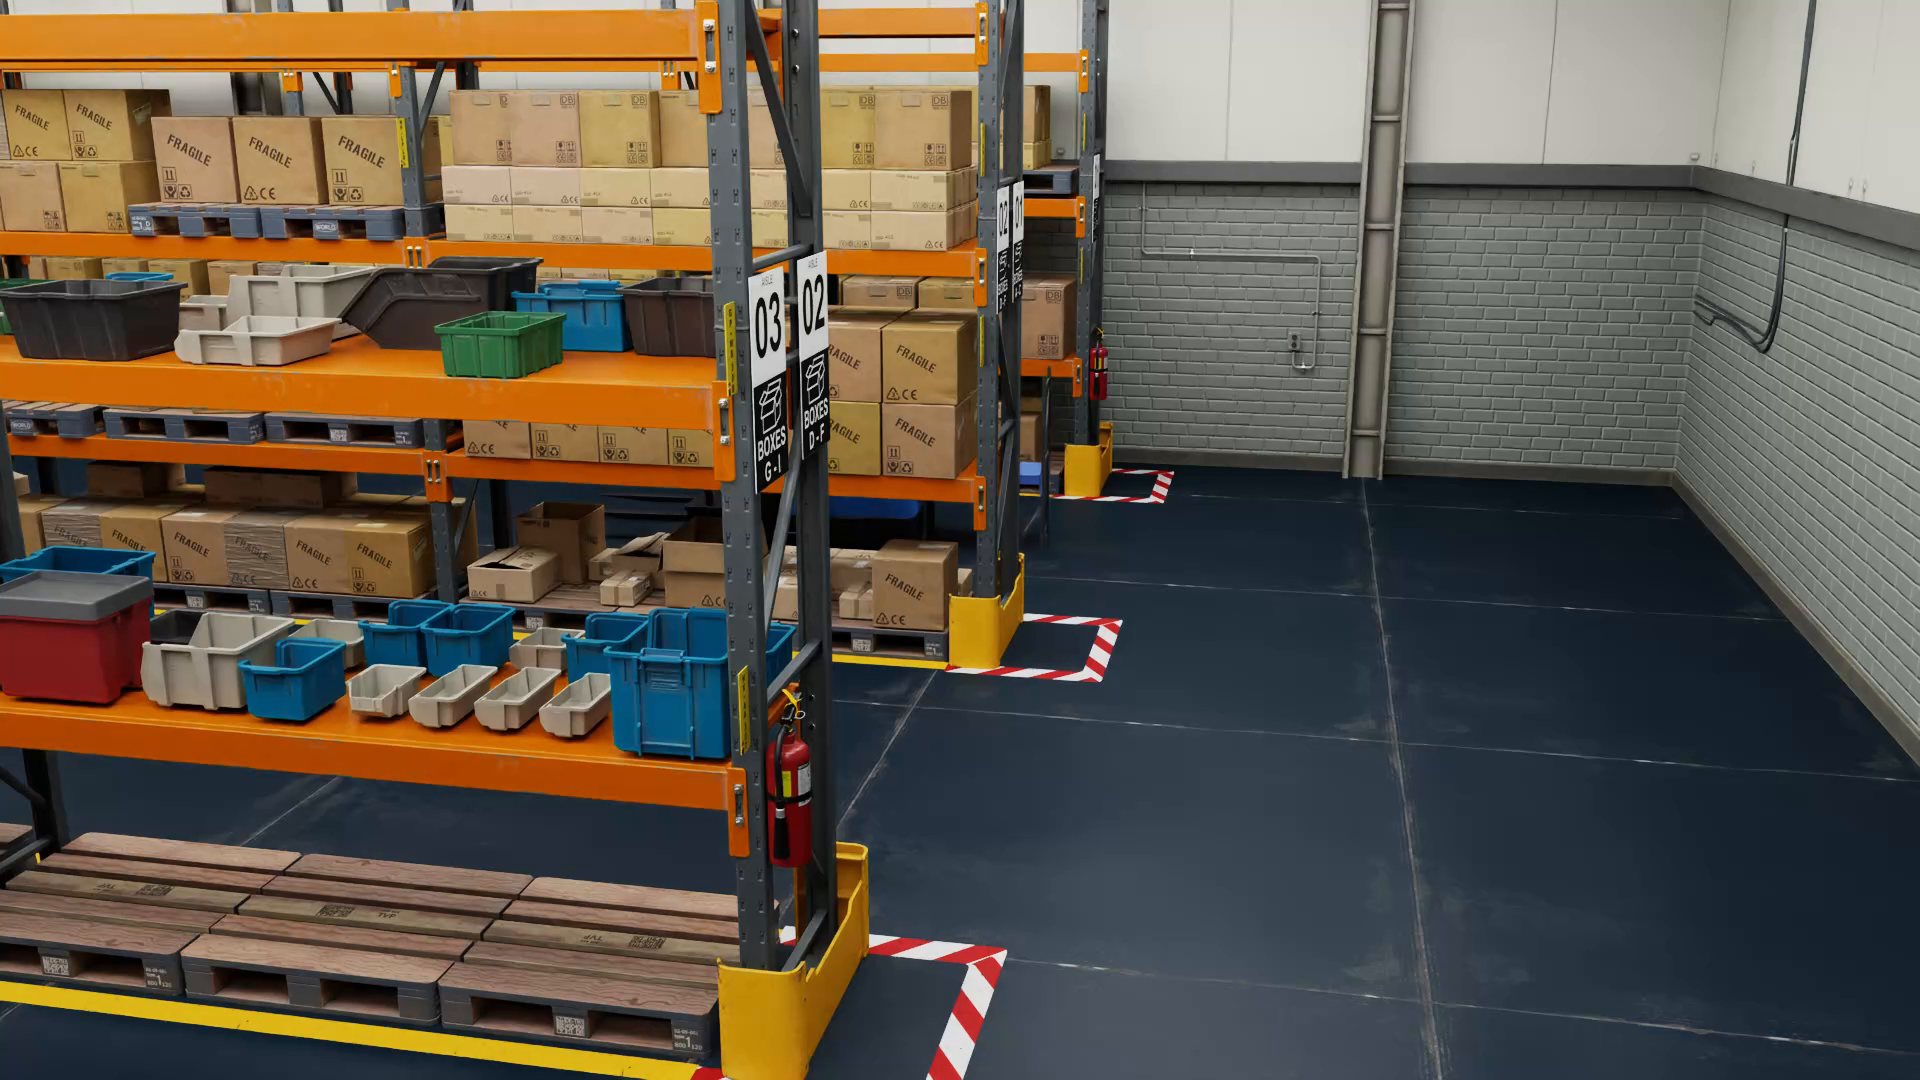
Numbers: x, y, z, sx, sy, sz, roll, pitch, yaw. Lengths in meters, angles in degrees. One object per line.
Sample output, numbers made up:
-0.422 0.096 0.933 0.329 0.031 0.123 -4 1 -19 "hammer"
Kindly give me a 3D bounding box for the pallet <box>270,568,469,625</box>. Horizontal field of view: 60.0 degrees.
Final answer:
-4.451 0.378 12.734 1.213 0.211 1.003 3 16 11 "pallet"

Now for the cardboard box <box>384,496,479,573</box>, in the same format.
-4.072 -0.030 12.839 0.500 0.500 0.500 2 16 9 "cardboard box"

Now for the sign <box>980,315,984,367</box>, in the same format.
0.143 -1.286 10.756 0.005 0.325 0.100 3 16 11 "sign"

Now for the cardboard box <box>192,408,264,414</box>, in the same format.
-5.390 -1.261 12.453 0.500 0.500 0.700 -1 16 -3 "cardboard box"

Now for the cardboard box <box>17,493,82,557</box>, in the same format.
-7.177 -0.054 12.927 0.500 0.500 0.500 4 16 13 "cardboard box"

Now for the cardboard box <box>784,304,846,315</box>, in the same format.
-1.112 -1.397 11.854 0.500 0.500 0.500 3 16 12 "cardboard box"

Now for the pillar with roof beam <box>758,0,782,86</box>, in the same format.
-2.662 -4.183 12.736 0.400 9.000 9.100 3 16 11 "pillar with roof beam"

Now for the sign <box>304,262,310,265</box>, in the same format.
-6.681 -2.819 17.030 0.005 0.325 0.100 3 16 11 "sign"

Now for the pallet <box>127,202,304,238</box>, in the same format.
-5.288 -2.395 12.253 1.003 0.211 1.213 3 16 11 "pallet"

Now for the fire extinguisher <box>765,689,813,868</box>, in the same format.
-0.660 0.919 6.398 0.183 0.674 0.296 3 16 11 "fire extinguisher"

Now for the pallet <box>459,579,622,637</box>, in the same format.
-2.973 0.448 12.480 1.213 0.211 1.003 3 16 11 "pallet"

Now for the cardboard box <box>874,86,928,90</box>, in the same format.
-0.516 -4.024 15.683 0.500 0.500 0.500 2 16 9 "cardboard box"

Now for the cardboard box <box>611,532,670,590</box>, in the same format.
-2.296 0.147 12.556 0.500 0.311 0.500 3 16 11 "cardboard box"

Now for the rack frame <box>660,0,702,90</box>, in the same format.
-2.663 -5.120 16.119 0.127 3.000 1.000 3 16 11 "rack frame"

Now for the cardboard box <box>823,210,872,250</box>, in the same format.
-0.770 -2.081 11.048 0.500 0.250 0.500 3 16 11 "cardboard box"

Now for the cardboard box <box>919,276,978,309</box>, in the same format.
0.040 -2.221 16.329 0.700 0.700 0.980 3 16 11 "cardboard box"

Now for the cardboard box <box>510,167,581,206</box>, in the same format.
-2.729 -2.430 11.372 0.500 0.250 0.500 3 16 11 "cardboard box"

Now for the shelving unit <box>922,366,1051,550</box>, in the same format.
0.231 -0.723 14.291 1.048 1.500 0.538 2 16 8 "shelving unit"

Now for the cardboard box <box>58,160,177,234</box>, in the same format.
-6.122 -2.570 12.346 0.500 0.500 0.910 3 16 11 "cardboard box"

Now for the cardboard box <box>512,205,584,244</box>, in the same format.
-2.730 -2.188 11.434 0.500 0.250 0.500 3 16 11 "cardboard box"

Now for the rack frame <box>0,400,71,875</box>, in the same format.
-4.637 0.363 7.564 0.127 3.000 1.000 3 16 11 "rack frame"

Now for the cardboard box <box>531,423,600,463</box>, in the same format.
-2.699 -0.856 11.777 0.500 0.500 0.500 3 16 12 "cardboard box"

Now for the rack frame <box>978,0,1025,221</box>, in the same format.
0.274 -3.611 10.672 0.127 3.000 1.000 3 16 11 "rack frame"

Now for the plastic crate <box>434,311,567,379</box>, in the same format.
-1.741 -0.746 6.343 0.336 0.188 0.450 3 16 11 "plastic crate"

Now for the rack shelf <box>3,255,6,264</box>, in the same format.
-9.526 -2.351 13.089 4.000 0.370 1.077 3 16 11 "rack shelf"

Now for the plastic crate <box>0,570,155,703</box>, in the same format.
-3.812 0.416 7.139 0.583 0.464 0.402 3 16 11 "plastic crate"

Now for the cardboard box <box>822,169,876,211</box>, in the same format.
-0.771 -2.321 10.979 0.500 0.250 0.500 3 16 11 "cardboard box"

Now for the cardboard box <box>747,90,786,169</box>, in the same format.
-1.218 -2.766 11.180 0.500 0.500 0.700 3 16 11 "cardboard box"

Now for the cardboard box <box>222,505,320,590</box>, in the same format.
-5.161 0.053 12.540 0.500 0.500 0.500 3 16 12 "cardboard box"

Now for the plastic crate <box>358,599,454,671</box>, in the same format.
-2.478 0.442 7.479 0.300 0.233 0.416 3 16 11 "plastic crate"

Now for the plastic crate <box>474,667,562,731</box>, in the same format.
-1.834 0.658 6.878 0.243 0.136 0.396 3 16 11 "plastic crate"

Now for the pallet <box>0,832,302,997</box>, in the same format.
-3.909 1.735 7.832 1.213 0.211 1.003 3 16 11 "pallet"

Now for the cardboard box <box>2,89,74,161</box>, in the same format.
-6.640 -3.069 12.274 0.500 0.500 0.500 3 16 11 "cardboard box"

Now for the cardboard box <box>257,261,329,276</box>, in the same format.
-7.045 -2.724 17.697 0.500 0.500 0.700 1 16 5 "cardboard box"

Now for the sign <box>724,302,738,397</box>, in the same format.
-0.811 -0.675 5.887 0.005 0.325 0.100 3 16 11 "sign"

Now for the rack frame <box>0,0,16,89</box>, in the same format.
-10.502 -5.546 17.655 0.127 3.000 1.000 3 16 11 "rack frame"

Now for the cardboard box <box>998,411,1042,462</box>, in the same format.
0.551 -1.025 16.469 0.500 0.500 0.700 3 16 11 "cardboard box"

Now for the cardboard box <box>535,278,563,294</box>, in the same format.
-4.158 -2.442 16.908 0.500 0.500 0.500 3 16 11 "cardboard box"

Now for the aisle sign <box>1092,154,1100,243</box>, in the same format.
1.268 -3.187 15.507 0.004 0.787 0.394 3 16 11 "aisle sign"

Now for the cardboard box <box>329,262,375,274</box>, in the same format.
-6.161 -2.911 17.196 0.500 0.250 0.500 3 16 12 "cardboard box"

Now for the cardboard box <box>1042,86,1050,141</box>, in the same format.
0.590 -4.103 15.970 0.500 0.500 0.500 2 16 9 "cardboard box"

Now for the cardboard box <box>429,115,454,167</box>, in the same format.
-5.027 -4.089 17.006 0.500 0.500 0.700 4 16 14 "cardboard box"

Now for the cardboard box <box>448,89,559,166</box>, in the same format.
-3.162 -2.893 11.636 0.500 0.500 0.700 3 16 11 "cardboard box"

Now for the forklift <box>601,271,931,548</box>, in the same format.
-1.807 -1.480 14.345 3.031 2.935 1.130 2 16 8 "forklift"

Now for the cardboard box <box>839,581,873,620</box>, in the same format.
-0.687 0.424 11.827 0.250 0.166 0.380 3 16 11 "cardboard box"

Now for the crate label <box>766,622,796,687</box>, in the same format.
-0.894 0.528 7.168 0.303 0.233 0.416 3 16 11 "crate label"

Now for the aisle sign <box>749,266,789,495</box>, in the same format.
-0.705 -0.597 6.158 0.004 0.787 0.394 3 16 11 "aisle sign"

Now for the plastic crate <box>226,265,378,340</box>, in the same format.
-2.828 -1.012 7.128 0.530 0.282 0.437 3 16 11 "plastic crate"

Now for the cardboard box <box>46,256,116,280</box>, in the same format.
-9.464 -2.847 18.140 0.500 0.500 0.700 5 16 17 "cardboard box"

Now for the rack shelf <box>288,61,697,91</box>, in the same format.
-4.623 -4.687 16.653 4.000 0.370 1.077 3 16 11 "rack shelf"

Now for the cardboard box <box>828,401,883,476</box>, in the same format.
-0.729 -0.748 11.385 0.500 0.500 0.500 3 16 12 "cardboard box"

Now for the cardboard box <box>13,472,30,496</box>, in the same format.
-8.021 -0.398 13.623 0.500 0.311 0.500 4 16 13 "cardboard box"

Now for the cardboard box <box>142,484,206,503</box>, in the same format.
-6.096 -0.137 13.226 0.500 0.500 0.500 3 16 9 "cardboard box"

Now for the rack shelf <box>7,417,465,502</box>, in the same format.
-5.606 -0.693 12.721 4.000 0.370 1.077 3 16 11 "rack shelf"

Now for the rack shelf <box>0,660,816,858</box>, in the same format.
-2.677 0.816 7.276 4.000 0.370 1.077 3 16 11 "rack shelf"

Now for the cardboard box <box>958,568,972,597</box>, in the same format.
-0.068 0.330 12.200 0.250 0.149 0.380 3 16 11 "cardboard box"
